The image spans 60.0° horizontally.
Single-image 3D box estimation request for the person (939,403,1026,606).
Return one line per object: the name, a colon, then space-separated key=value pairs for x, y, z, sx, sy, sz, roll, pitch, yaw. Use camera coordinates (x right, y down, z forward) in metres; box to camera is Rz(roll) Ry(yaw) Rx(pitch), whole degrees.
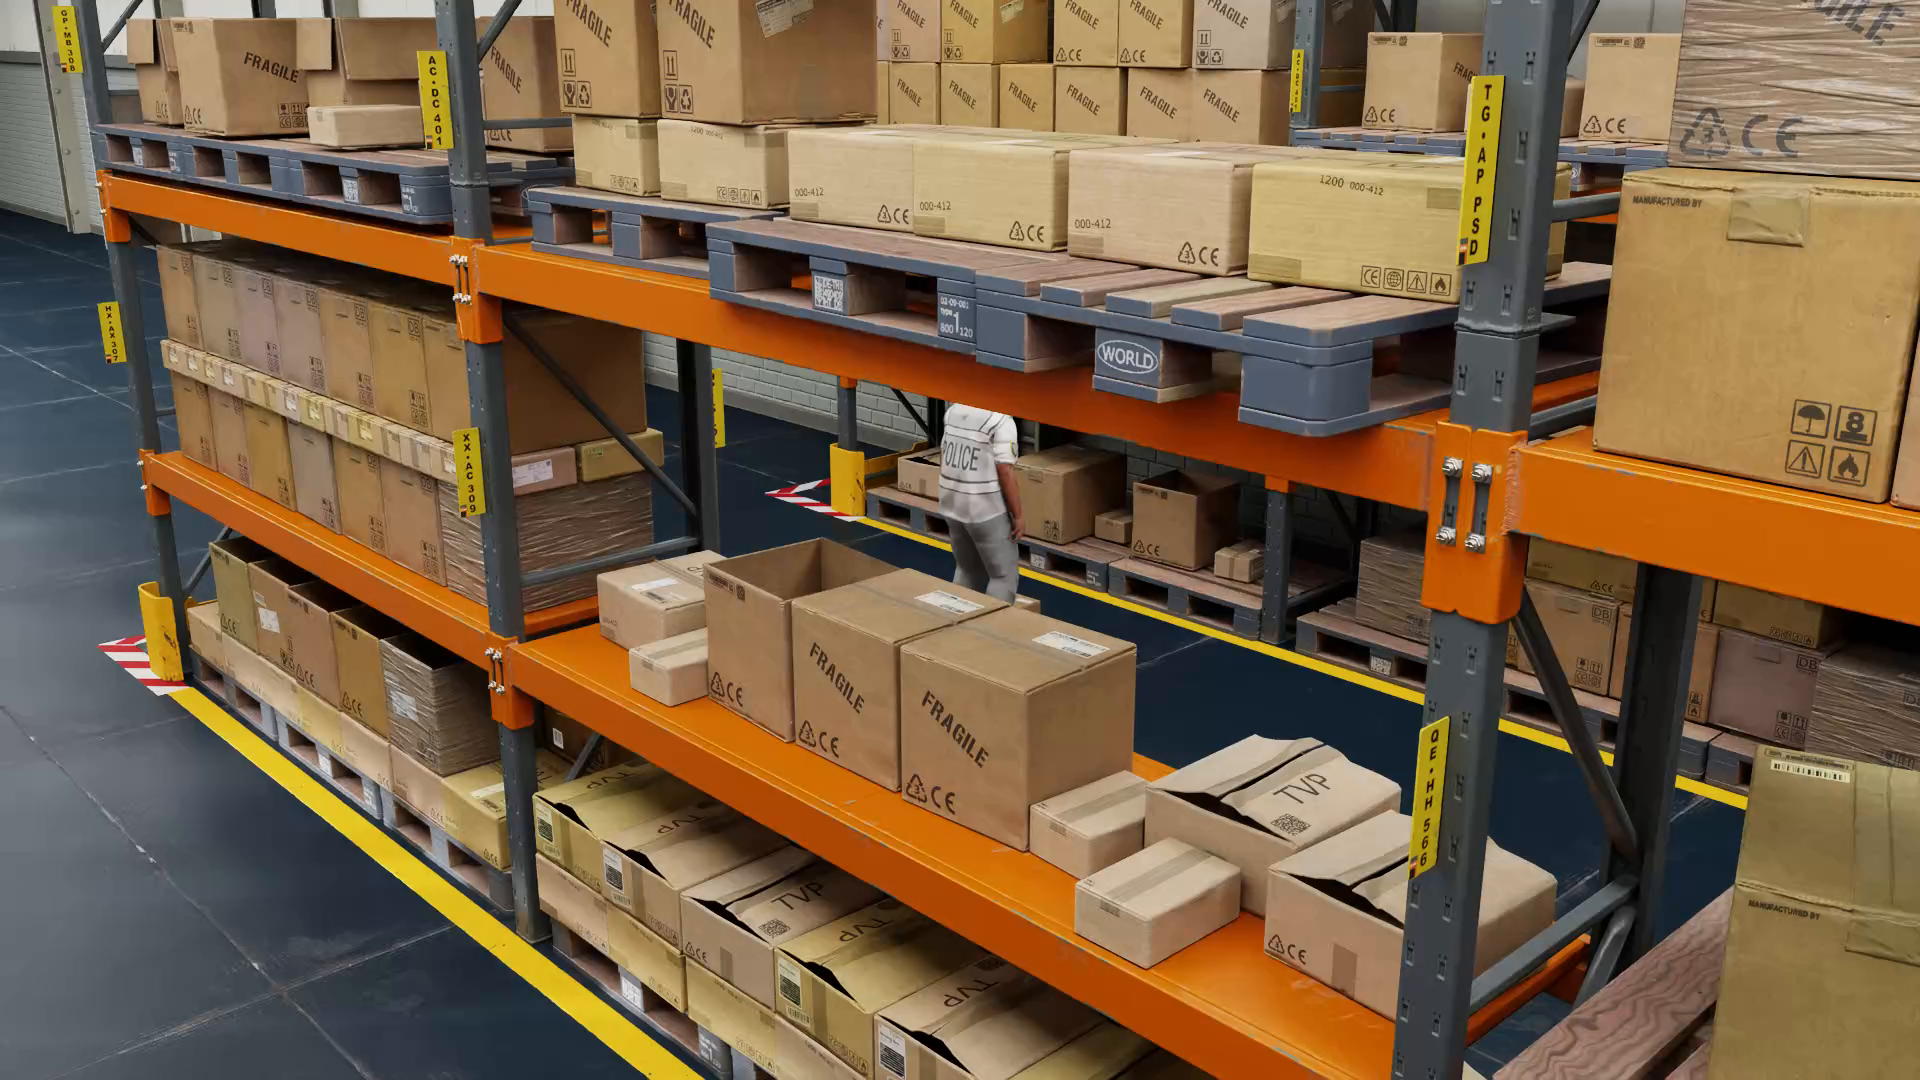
person: x=0.119 y=-0.174 z=9.596 sx=0.432 sy=1.748 sz=0.585 roll=-16 pitch=23 yaw=-41
